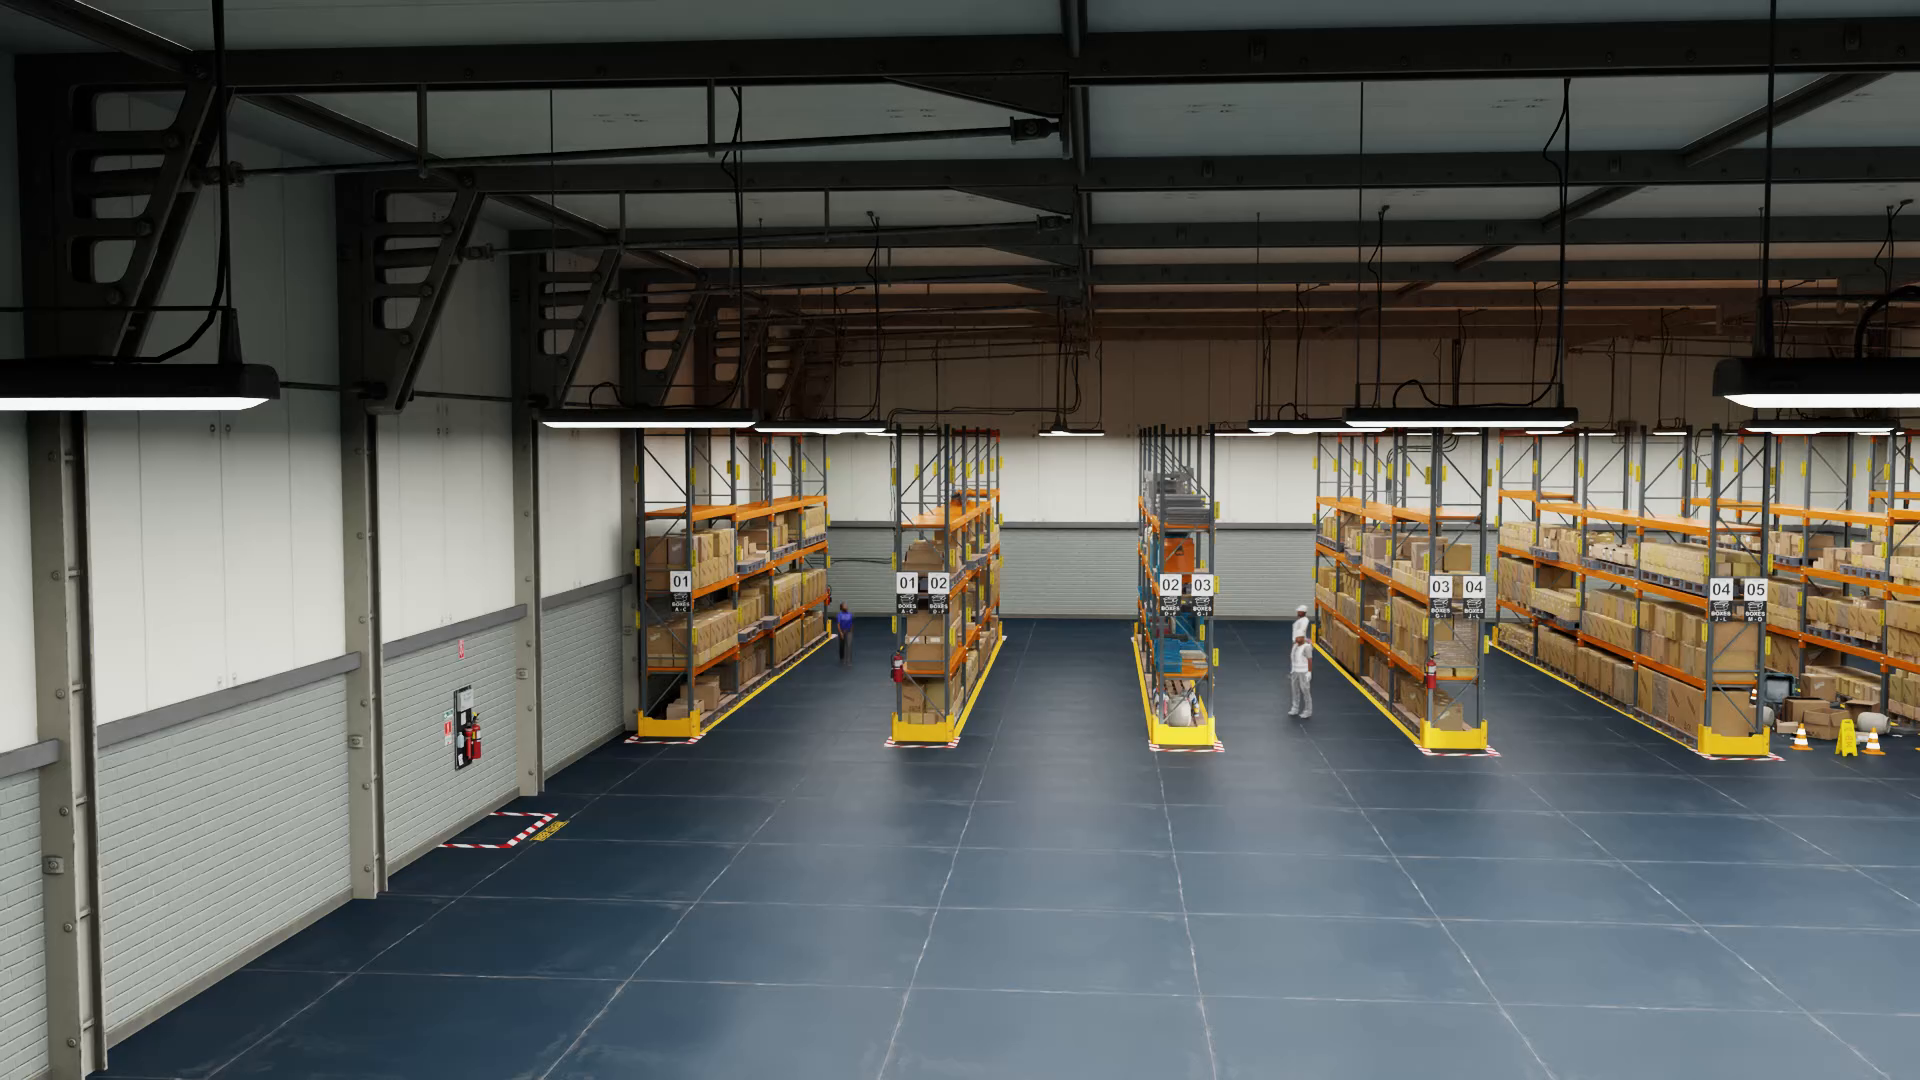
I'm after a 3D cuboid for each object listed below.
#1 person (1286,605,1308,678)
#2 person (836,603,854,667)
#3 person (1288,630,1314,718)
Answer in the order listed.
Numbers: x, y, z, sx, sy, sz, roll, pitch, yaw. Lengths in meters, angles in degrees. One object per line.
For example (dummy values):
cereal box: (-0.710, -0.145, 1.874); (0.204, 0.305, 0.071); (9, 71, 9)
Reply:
person: (8.042, 2.431, 39.623); (0.507, 1.760, 0.640); (1, 4, 13)
person: (-2.882, 2.382, 41.861); (0.452, 1.596, 0.862); (0, 3, -4)
person: (7.023, 2.737, 34.328); (0.393, 1.783, 0.614); (-2, 4, -27)
